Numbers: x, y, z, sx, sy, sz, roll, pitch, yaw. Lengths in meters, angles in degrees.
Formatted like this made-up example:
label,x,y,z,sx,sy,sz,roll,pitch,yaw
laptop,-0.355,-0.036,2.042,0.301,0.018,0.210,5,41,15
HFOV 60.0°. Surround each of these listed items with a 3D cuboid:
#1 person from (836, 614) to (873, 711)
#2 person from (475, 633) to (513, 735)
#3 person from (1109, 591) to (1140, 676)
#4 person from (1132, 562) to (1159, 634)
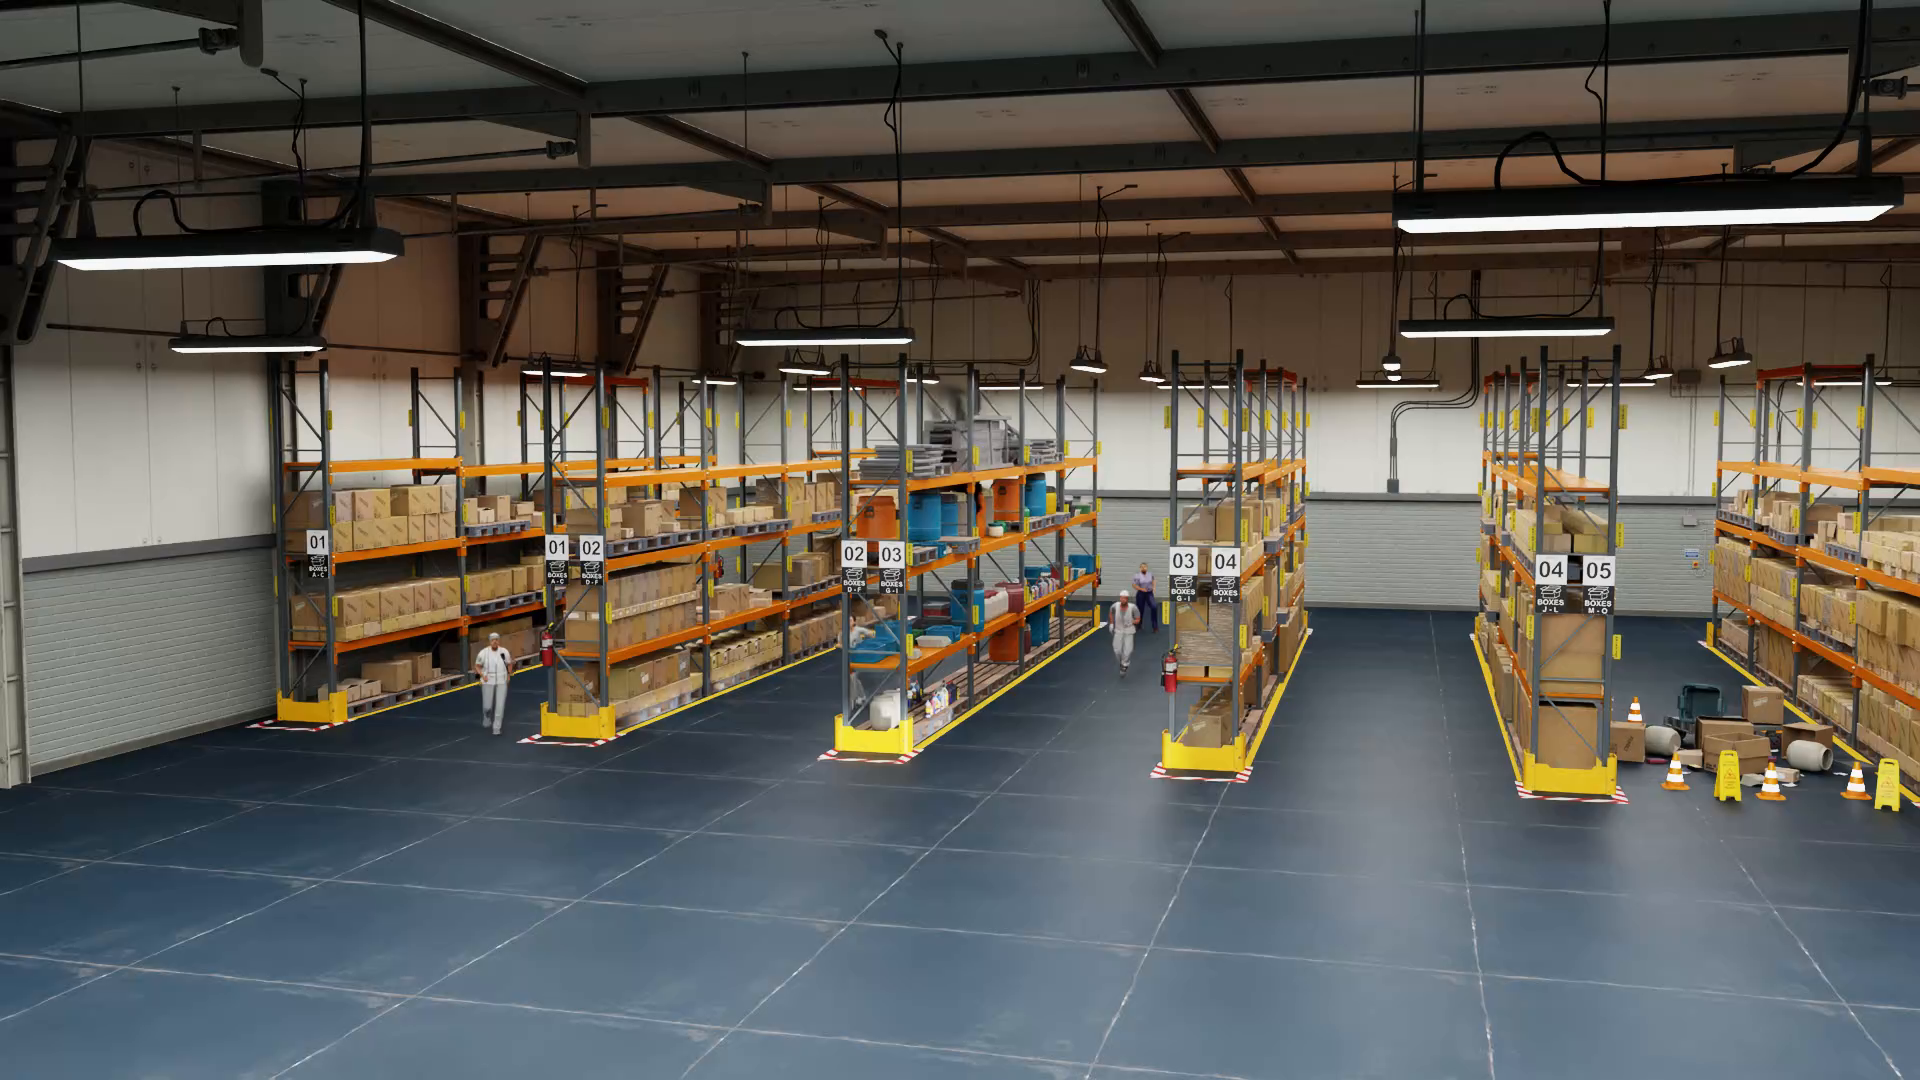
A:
label,x,y,z,sx,sy,sz,roll,pitch,yaw
person,-1.828,2.097,28.855,0.587,1.678,0.815,1,4,18
person,-7.434,2.283,26.575,0.595,1.622,0.561,-2,4,-22
person,3.175,1.813,32.159,0.621,1.701,0.720,1,4,9
person,4.363,1.370,39.318,0.608,1.685,0.777,-1,4,-10
